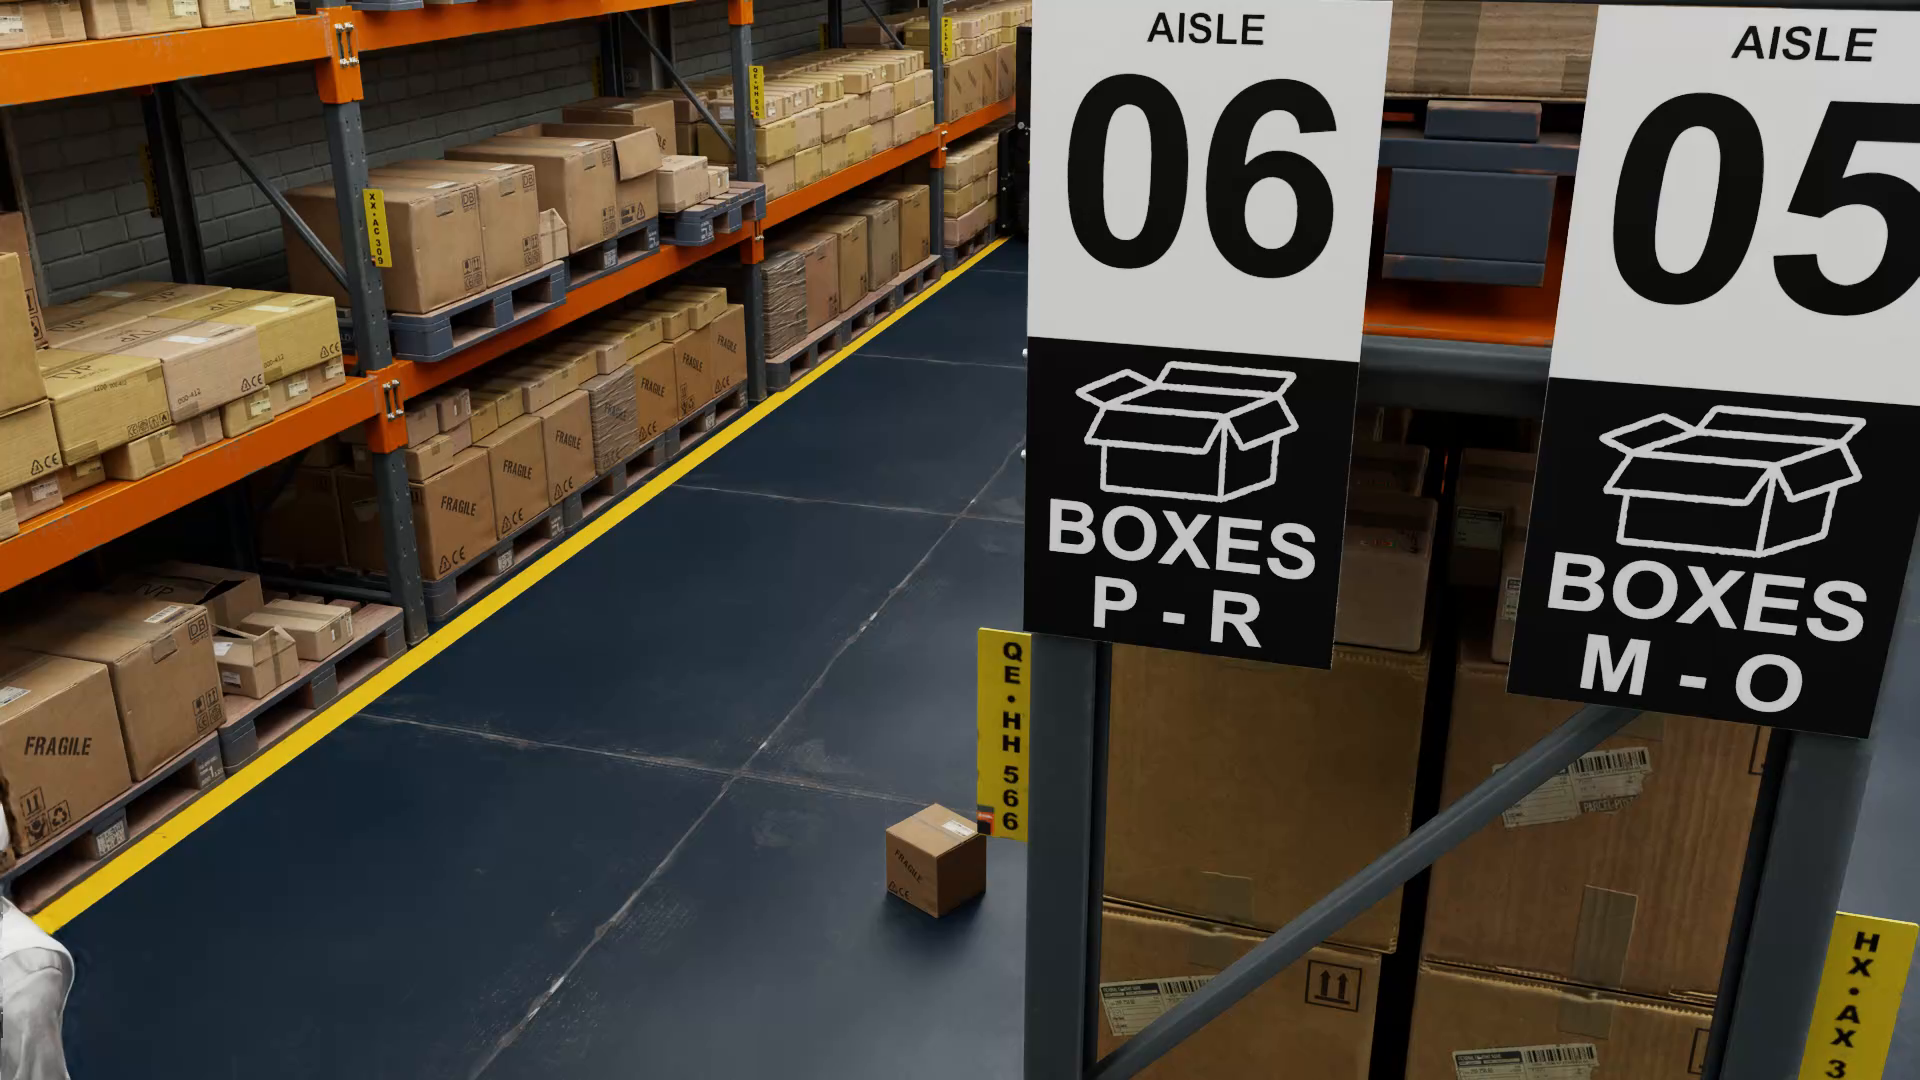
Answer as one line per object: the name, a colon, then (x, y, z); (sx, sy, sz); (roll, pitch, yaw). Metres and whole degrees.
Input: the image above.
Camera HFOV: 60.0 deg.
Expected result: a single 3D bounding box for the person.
person: (-1.933, 1.262, 3.388); (0.539, 1.746, 0.831); (14, 26, 32)
